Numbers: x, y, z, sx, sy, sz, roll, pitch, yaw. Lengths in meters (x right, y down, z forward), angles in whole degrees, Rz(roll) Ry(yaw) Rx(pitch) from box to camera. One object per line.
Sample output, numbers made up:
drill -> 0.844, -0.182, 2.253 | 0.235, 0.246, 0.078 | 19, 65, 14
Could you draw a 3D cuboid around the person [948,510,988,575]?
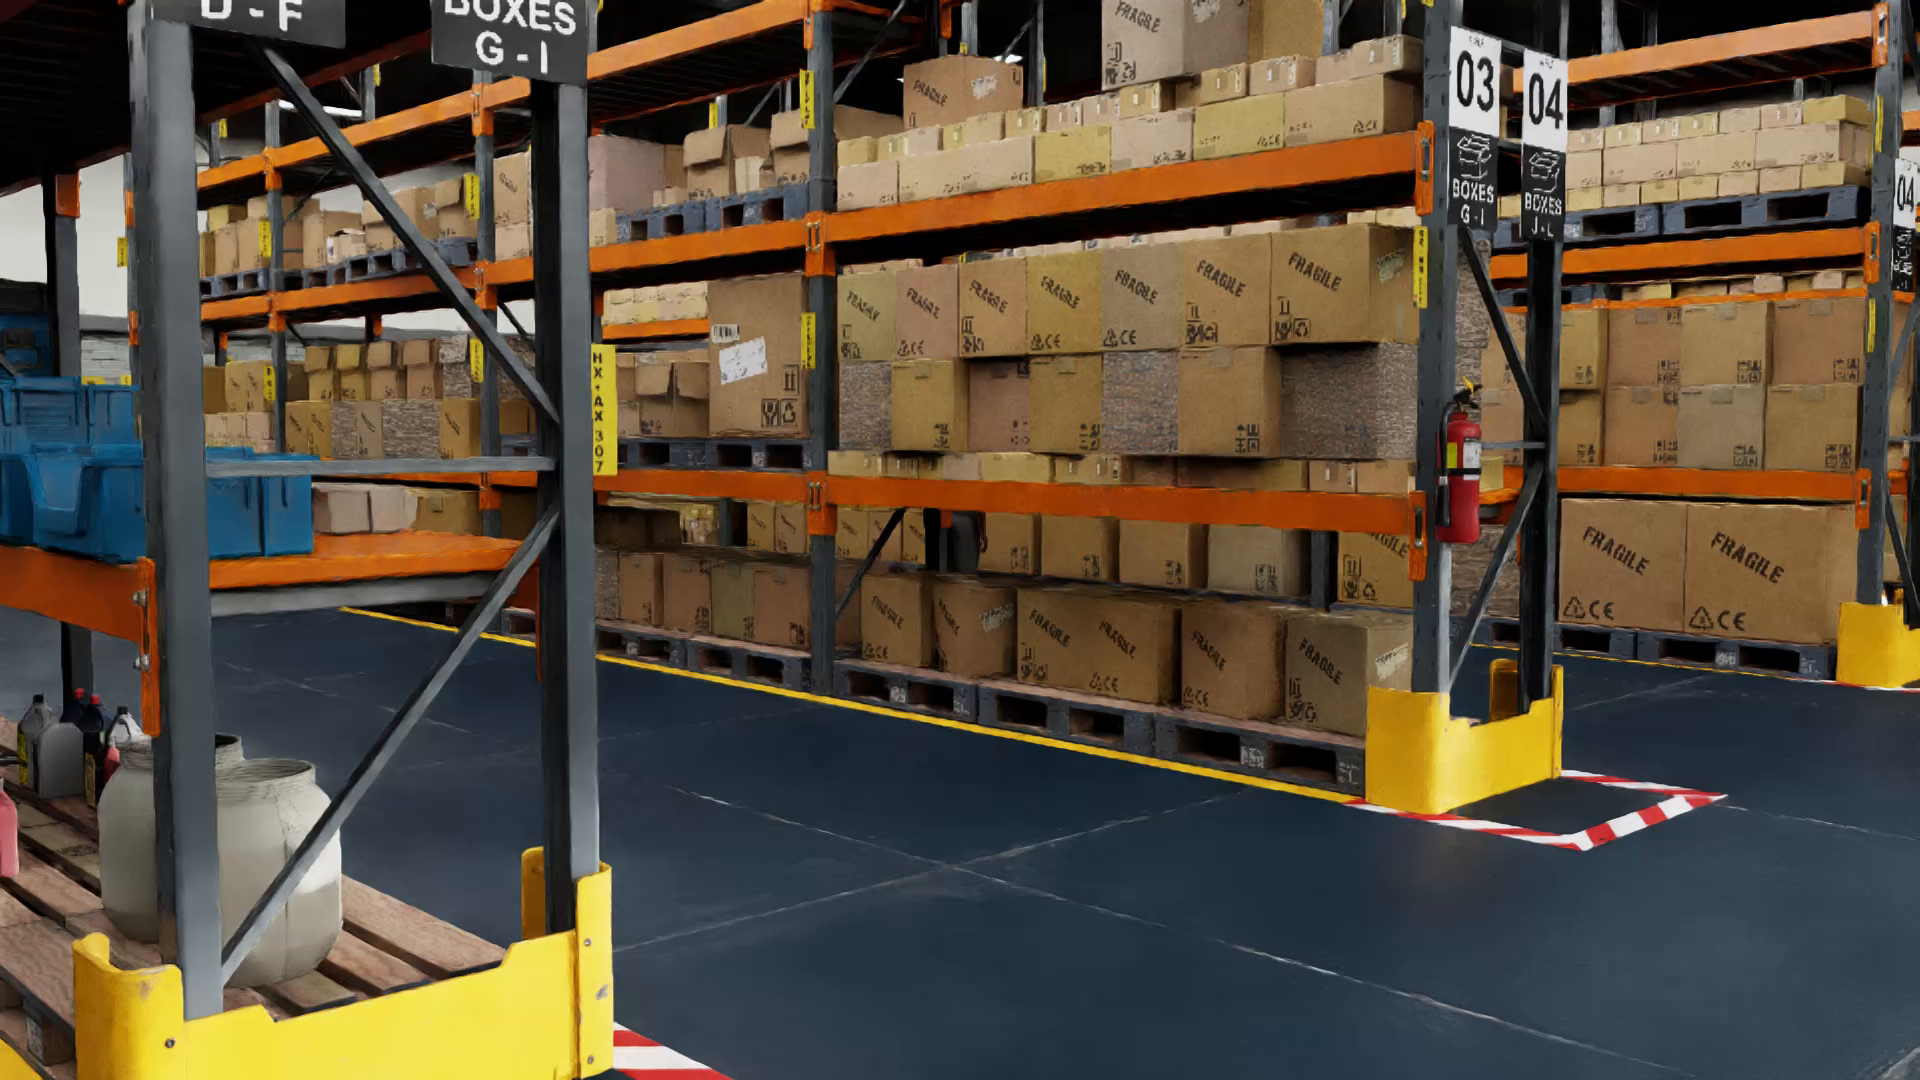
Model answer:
person -> -0.010, -0.082, 11.995 | 0.601, 1.664, 0.427 | 3, 5, 39
